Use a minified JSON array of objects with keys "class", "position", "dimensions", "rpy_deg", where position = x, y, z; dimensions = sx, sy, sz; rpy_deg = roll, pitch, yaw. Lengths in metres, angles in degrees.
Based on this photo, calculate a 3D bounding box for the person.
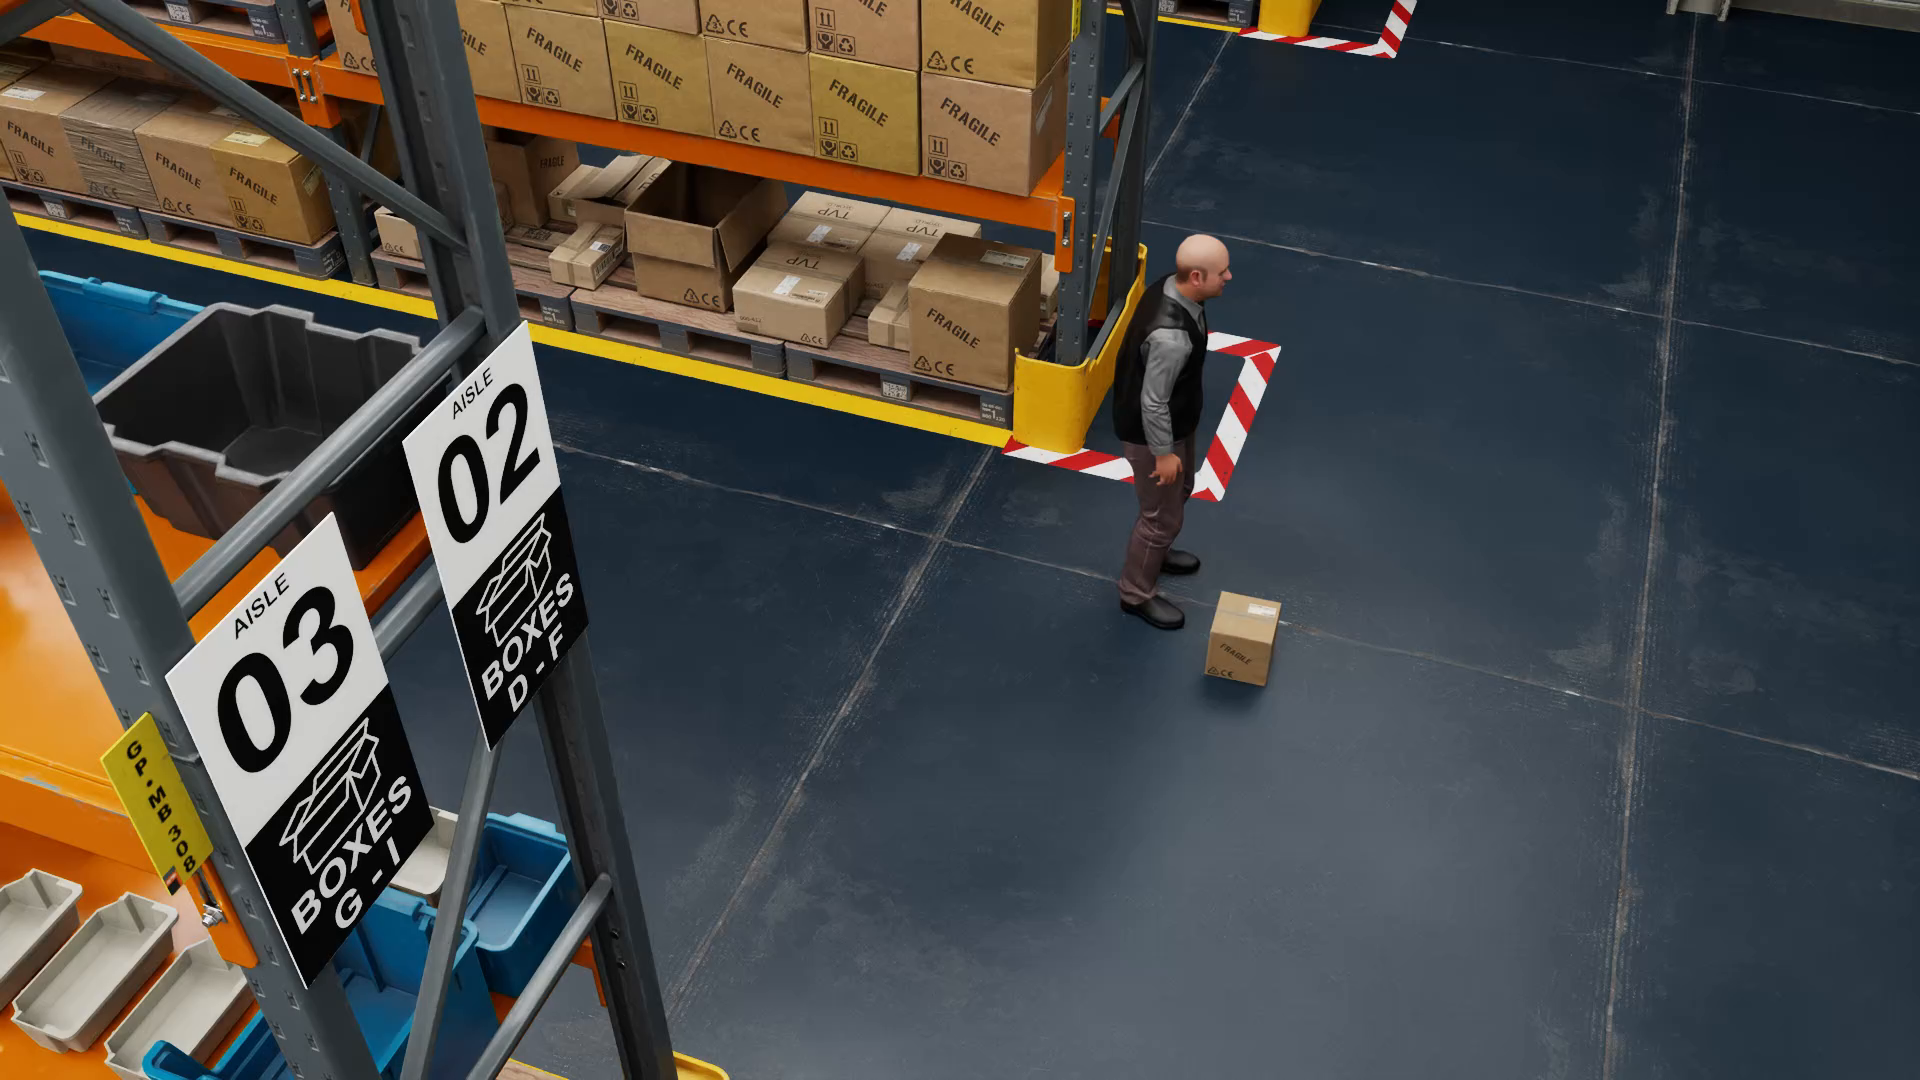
[{"class":"person","position":[0.831,-0.467,6.710],"dimensions":[0.400,1.720,0.587],"rpy_deg":[10,42,11]}]
